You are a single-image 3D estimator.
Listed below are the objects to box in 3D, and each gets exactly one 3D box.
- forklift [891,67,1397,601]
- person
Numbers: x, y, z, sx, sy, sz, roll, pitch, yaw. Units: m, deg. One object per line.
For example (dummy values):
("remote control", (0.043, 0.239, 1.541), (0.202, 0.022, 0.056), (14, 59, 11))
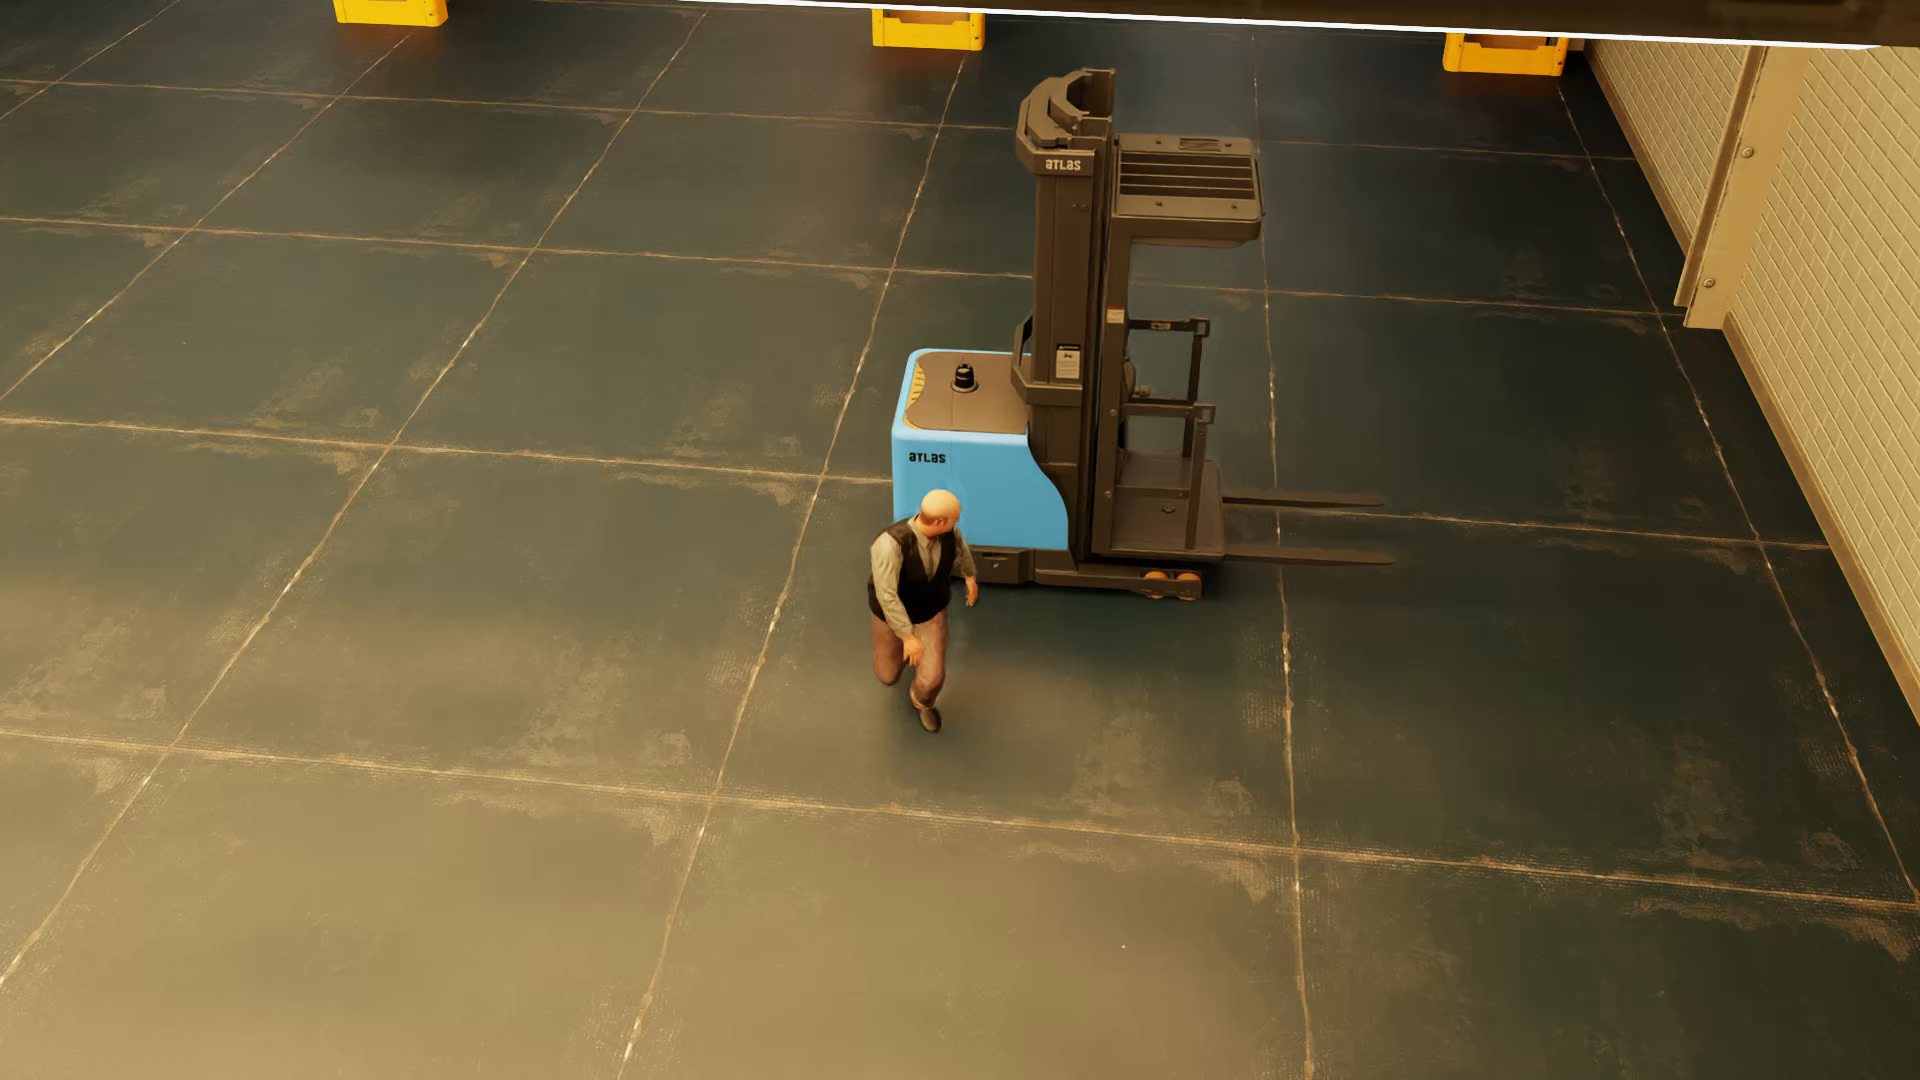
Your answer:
("forklift", (1.138, -1.147, 9.586), (3.031, 2.935, 1.130), (3, 37, 4))
("person", (-0.178, 0.303, 8.861), (0.627, 1.503, 0.806), (-7, 37, -10))
